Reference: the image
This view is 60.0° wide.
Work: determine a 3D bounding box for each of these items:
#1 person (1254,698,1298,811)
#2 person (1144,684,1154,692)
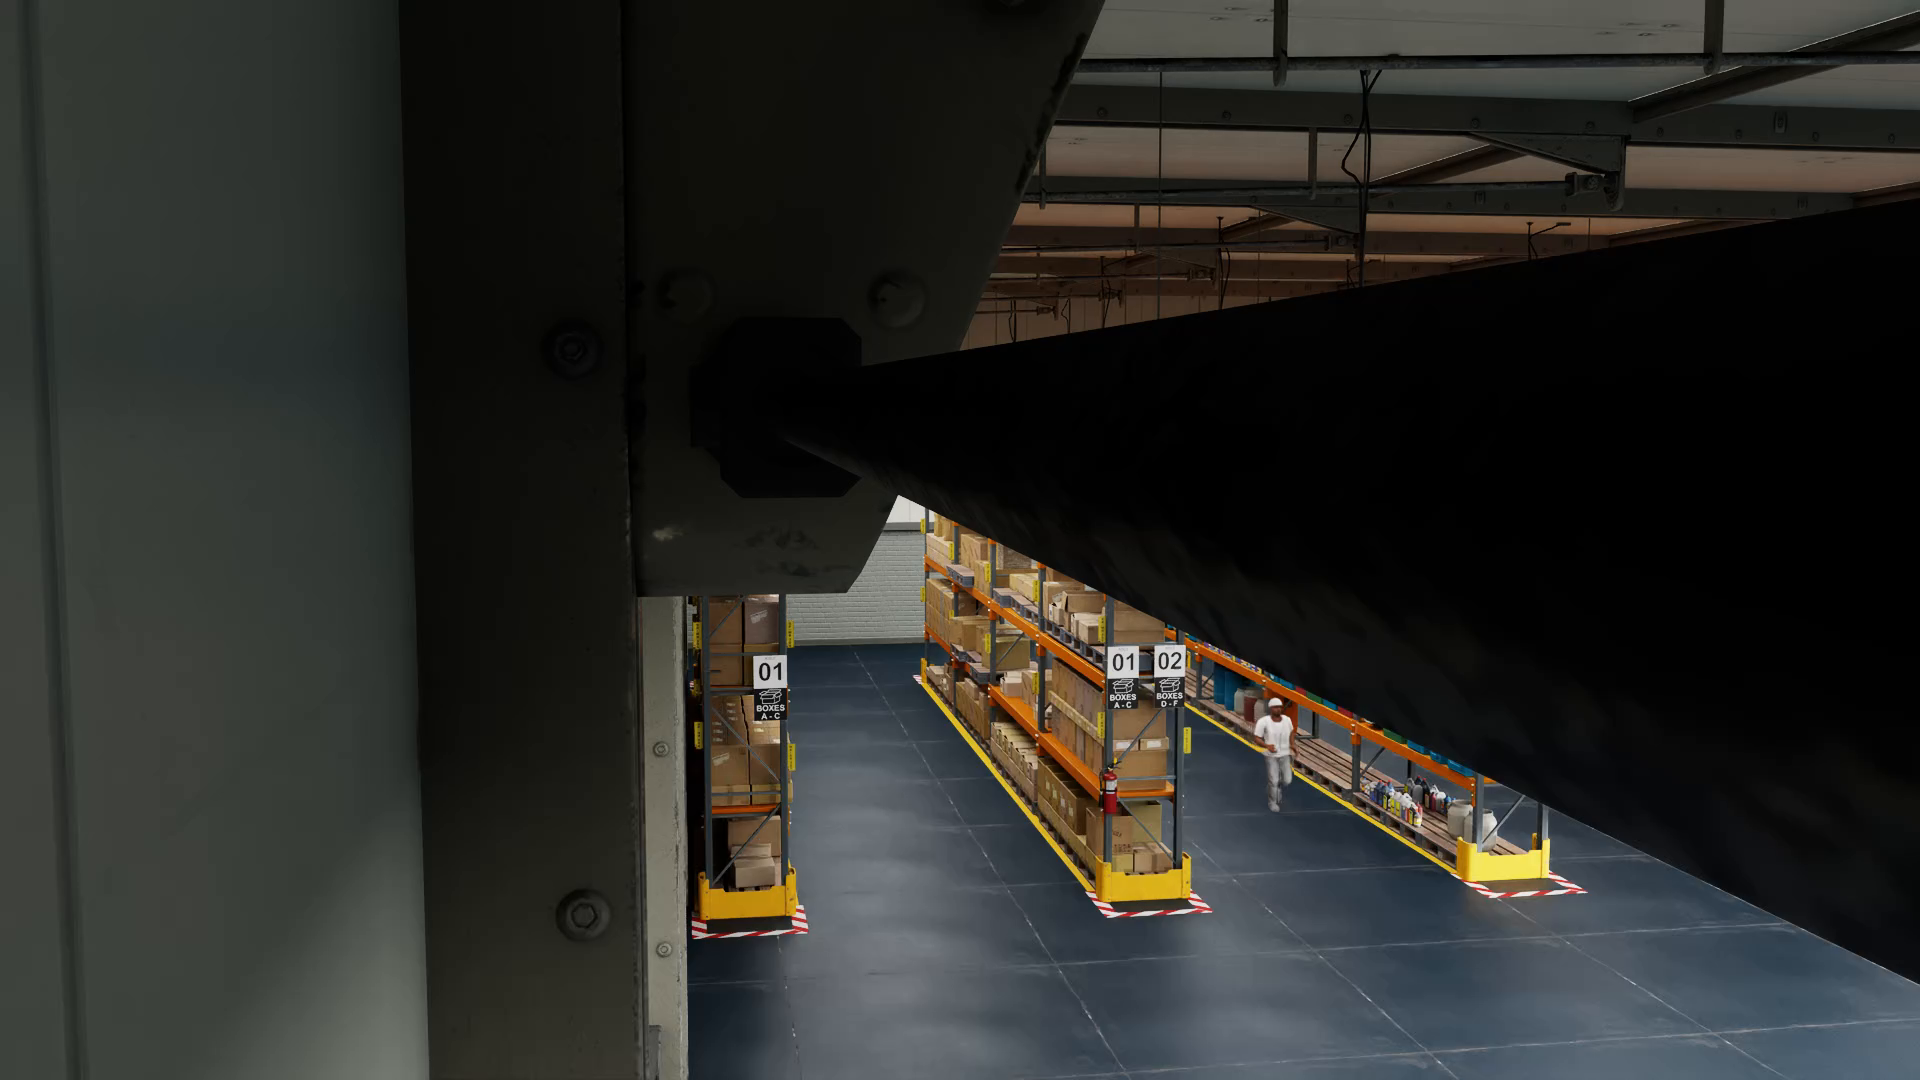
[{"bbox_3d":[4.806,3.254,25.220,0.698,1.723,0.579,-1,5,-12],"label":"person"},{"bbox_3d":[3.450,2.910,29.581,0.575,1.708,0.699,-2,5,-23],"label":"person"}]
